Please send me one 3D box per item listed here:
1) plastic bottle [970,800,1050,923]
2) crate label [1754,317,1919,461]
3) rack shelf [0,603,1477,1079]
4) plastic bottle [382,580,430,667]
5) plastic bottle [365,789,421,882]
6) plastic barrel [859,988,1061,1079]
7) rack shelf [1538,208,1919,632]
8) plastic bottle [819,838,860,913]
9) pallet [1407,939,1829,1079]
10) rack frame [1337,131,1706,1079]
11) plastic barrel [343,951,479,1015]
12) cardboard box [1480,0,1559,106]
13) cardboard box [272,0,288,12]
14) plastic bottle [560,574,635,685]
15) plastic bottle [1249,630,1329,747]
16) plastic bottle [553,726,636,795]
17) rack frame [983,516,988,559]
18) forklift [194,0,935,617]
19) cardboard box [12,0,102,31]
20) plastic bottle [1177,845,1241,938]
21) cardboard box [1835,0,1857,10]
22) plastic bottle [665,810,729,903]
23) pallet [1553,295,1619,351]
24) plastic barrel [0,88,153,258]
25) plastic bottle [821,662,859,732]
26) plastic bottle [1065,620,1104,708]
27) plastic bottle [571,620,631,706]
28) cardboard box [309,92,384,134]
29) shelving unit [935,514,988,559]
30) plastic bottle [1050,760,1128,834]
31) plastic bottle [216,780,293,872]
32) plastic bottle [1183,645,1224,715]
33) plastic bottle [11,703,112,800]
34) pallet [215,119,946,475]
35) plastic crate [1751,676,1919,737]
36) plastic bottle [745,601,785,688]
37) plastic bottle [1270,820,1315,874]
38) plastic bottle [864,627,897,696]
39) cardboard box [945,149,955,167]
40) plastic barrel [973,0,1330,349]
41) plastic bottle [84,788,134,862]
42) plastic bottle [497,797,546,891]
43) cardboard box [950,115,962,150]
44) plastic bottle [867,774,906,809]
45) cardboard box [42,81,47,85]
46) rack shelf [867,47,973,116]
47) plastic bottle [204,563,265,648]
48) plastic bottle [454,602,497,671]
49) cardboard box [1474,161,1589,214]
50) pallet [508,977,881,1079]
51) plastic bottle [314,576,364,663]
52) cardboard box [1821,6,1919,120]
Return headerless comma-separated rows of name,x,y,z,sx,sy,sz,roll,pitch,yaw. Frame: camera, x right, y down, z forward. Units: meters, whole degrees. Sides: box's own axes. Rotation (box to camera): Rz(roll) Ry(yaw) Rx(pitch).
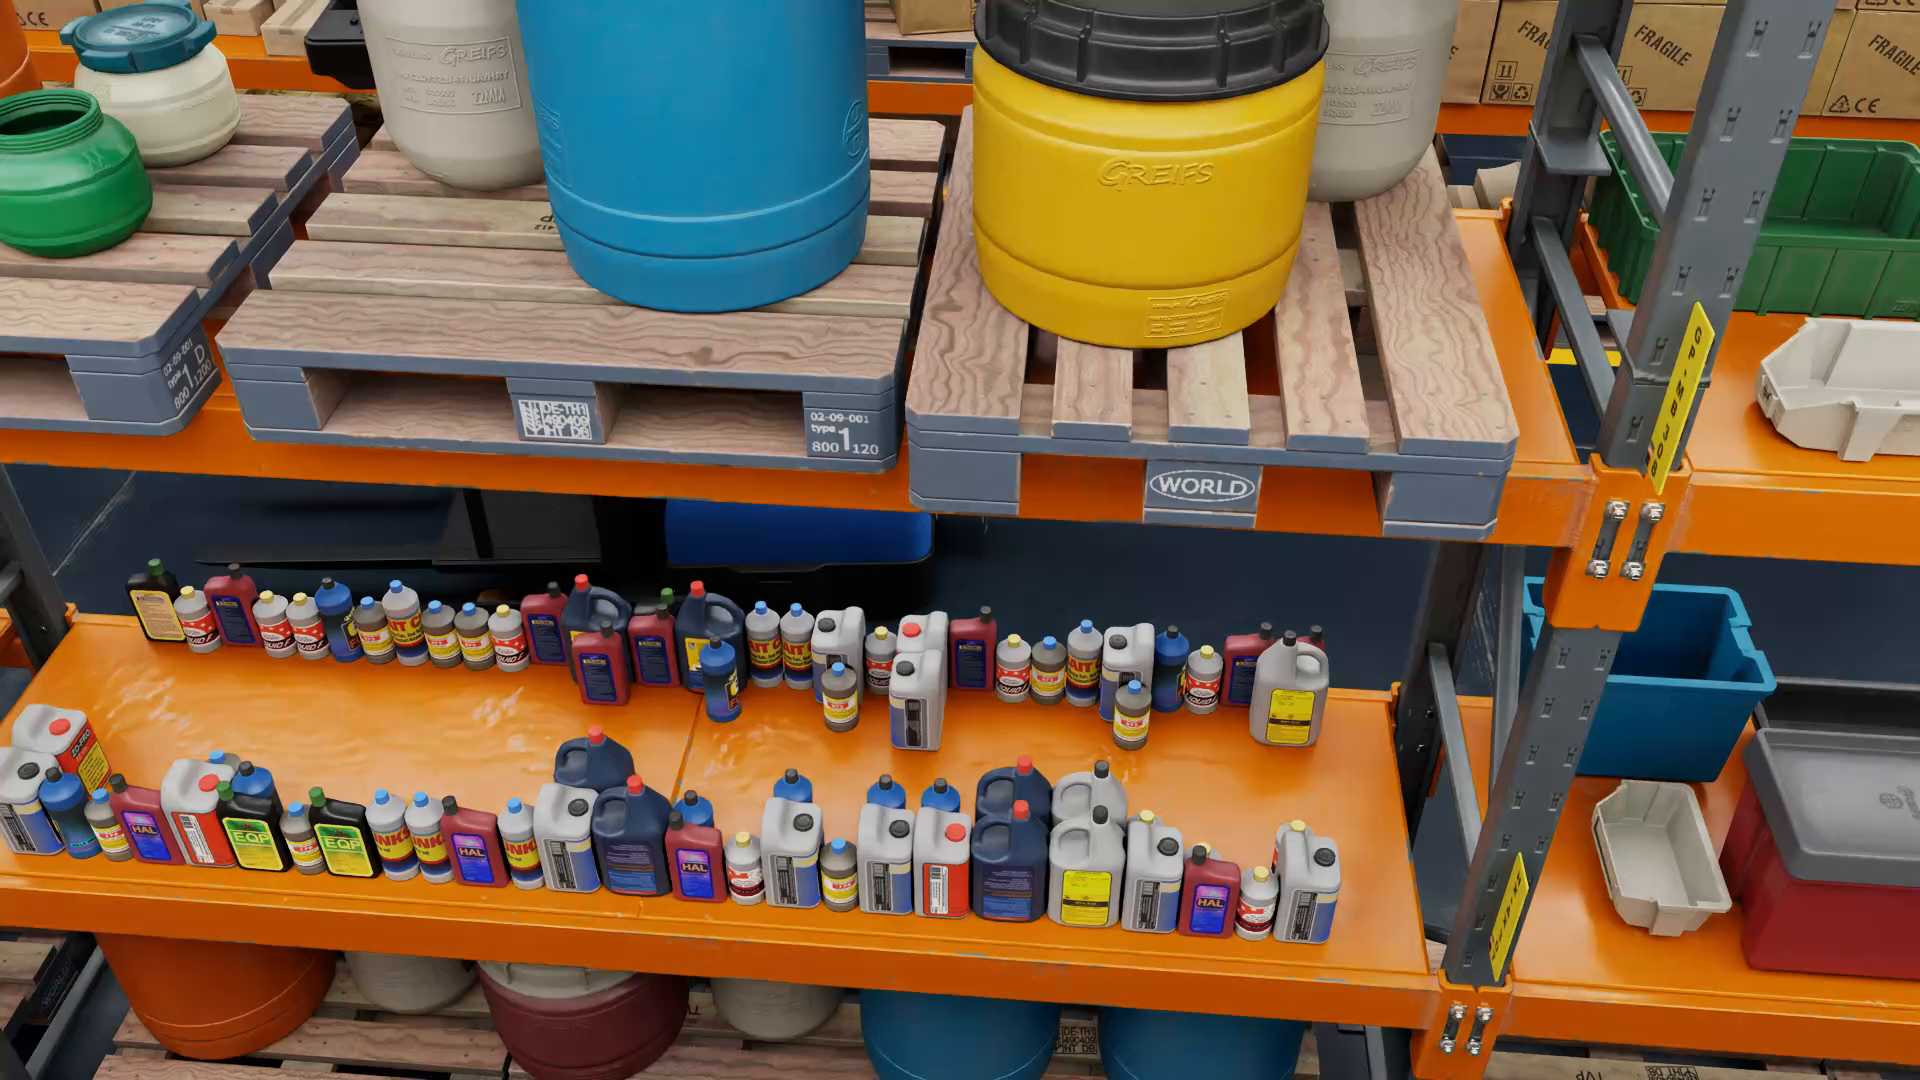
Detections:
plastic bottle,0.119,0.754,3.987,0.185,0.351,0.144,3,39,4
crate label,1.710,-0.264,3.031,0.466,0.136,0.293,3,39,4
rack shelf,-0.745,0.759,4.512,4.000,0.370,1.077,3,39,4
plastic bottle,-1.566,0.226,4.698,0.097,0.271,0.097,0,39,0
plastic bottle,-1.397,0.716,4.096,0.097,0.271,0.097,0,39,0
plastic barrel,0.002,1.161,4.777,0.708,0.901,0.600,3,39,4
rack shelf,3.240,-0.187,3.297,4.000,0.370,1.077,3,39,4
plastic bottle,-0.291,0.804,4.044,0.097,0.201,0.097,0,39,0
pallet,1.983,1.686,5.012,1.213,0.211,1.003,3,39,4
rack frame,1.248,0.589,4.151,0.127,3.000,1.000,3,39,4
plastic barrel,-1.678,1.163,5.083,0.421,0.512,0.421,0,39,0
cardboard box,2.673,-2.340,7.670,0.500,0.500,0.500,4,39,5
cardboard box,-3.181,-2.880,8.483,0.500,0.311,0.500,3,39,3
plastic bottle,-1.004,0.241,4.617,0.185,0.351,0.144,3,39,4
plastic bottle,0.885,0.383,4.443,0.185,0.351,0.144,3,39,4
plastic bottle,-0.915,0.601,4.175,0.185,0.351,0.144,3,39,4
rack frame,0.110,-0.343,6.959,0.006,0.900,0.240,3,39,4
forklift,-1.627,-1.112,6.294,3.031,2.935,1.130,-1,39,-1
cardboard box,-4.504,-2.893,8.349,0.500,0.500,0.500,3,39,4
plastic bottle,0.593,0.832,3.944,0.133,0.283,0.061,3,39,4
cardboard box,3.665,-2.667,7.279,0.500,0.500,0.500,4,39,5
plastic bottle,-0.639,0.765,4.027,0.133,0.283,0.061,3,39,4
pallet,3.582,-1.342,8.732,1.213,0.211,1.003,3,39,4
plastic barrel,-1.702,-0.693,3.139,0.294,0.245,0.294,0,39,0
plastic bottle,-0.326,0.417,4.518,0.097,0.201,0.097,0,39,0
plastic bottle,0.342,0.330,4.570,0.097,0.271,0.097,0,39,0
plastic bottle,-0.987,0.333,4.557,0.133,0.283,0.061,3,39,4
cardboard box,-3.327,-2.295,9.094,0.500,0.311,0.500,2,39,3
shelving unit,0.009,-0.349,6.965,0.210,0.900,0.258,3,39,4
plastic bottle,0.316,0.673,4.086,0.185,0.351,0.144,3,39,4
plastic bottle,-1.744,0.704,4.101,0.133,0.283,0.061,3,39,4
plastic bottle,0.670,0.375,4.570,0.097,0.201,0.097,0,39,0
plastic bottle,-2.321,0.550,4.296,0.135,0.276,0.152,3,39,4
pallet,-0.672,-0.543,3.314,1.213,0.211,1.003,3,39,4
plastic crate,2.386,0.564,4.351,0.590,0.125,0.437,3,39,4
plastic bottle,-0.544,0.282,4.629,0.097,0.271,0.097,0,39,0
plastic bottle,0.819,0.768,4.088,0.097,0.201,0.097,0,39,0
plastic bottle,-0.216,0.327,4.630,0.097,0.201,0.097,0,39,0
cardboard box,0.188,-1.961,8.915,0.500,0.500,0.500,4,39,4
plastic barrel,0.321,-0.733,2.916,0.600,0.588,0.600,0,39,0
plastic bottle,-2.124,0.704,4.167,0.097,0.201,0.097,0,39,0
plastic bottle,-1.071,0.734,4.074,0.097,0.271,0.097,0,39,0
cardboard box,0.221,-2.252,8.679,0.500,0.250,0.500,3,39,4
plastic bottle,-0.181,0.686,4.133,0.097,0.271,0.097,0,39,0
cardboard box,-5.344,-2.410,9.236,0.500,0.311,0.500,4,39,5
rack shelf,-0.314,-2.356,8.339,4.000,0.370,1.077,3,39,4
plastic bottle,-2.068,0.182,4.742,0.133,0.283,0.061,3,39,4
plastic bottle,-1.373,0.264,4.707,0.097,0.201,0.097,0,39,0
cardboard box,3.018,-1.761,8.818,0.500,0.311,0.500,3,39,4
pallet,-0.736,1.537,5.194,1.213,0.211,1.003,3,39,4
plastic bottle,-1.760,0.215,4.711,0.097,0.271,0.097,0,39,0
cardboard box,4.180,-2.257,7.568,0.500,0.500,0.500,3,39,4
